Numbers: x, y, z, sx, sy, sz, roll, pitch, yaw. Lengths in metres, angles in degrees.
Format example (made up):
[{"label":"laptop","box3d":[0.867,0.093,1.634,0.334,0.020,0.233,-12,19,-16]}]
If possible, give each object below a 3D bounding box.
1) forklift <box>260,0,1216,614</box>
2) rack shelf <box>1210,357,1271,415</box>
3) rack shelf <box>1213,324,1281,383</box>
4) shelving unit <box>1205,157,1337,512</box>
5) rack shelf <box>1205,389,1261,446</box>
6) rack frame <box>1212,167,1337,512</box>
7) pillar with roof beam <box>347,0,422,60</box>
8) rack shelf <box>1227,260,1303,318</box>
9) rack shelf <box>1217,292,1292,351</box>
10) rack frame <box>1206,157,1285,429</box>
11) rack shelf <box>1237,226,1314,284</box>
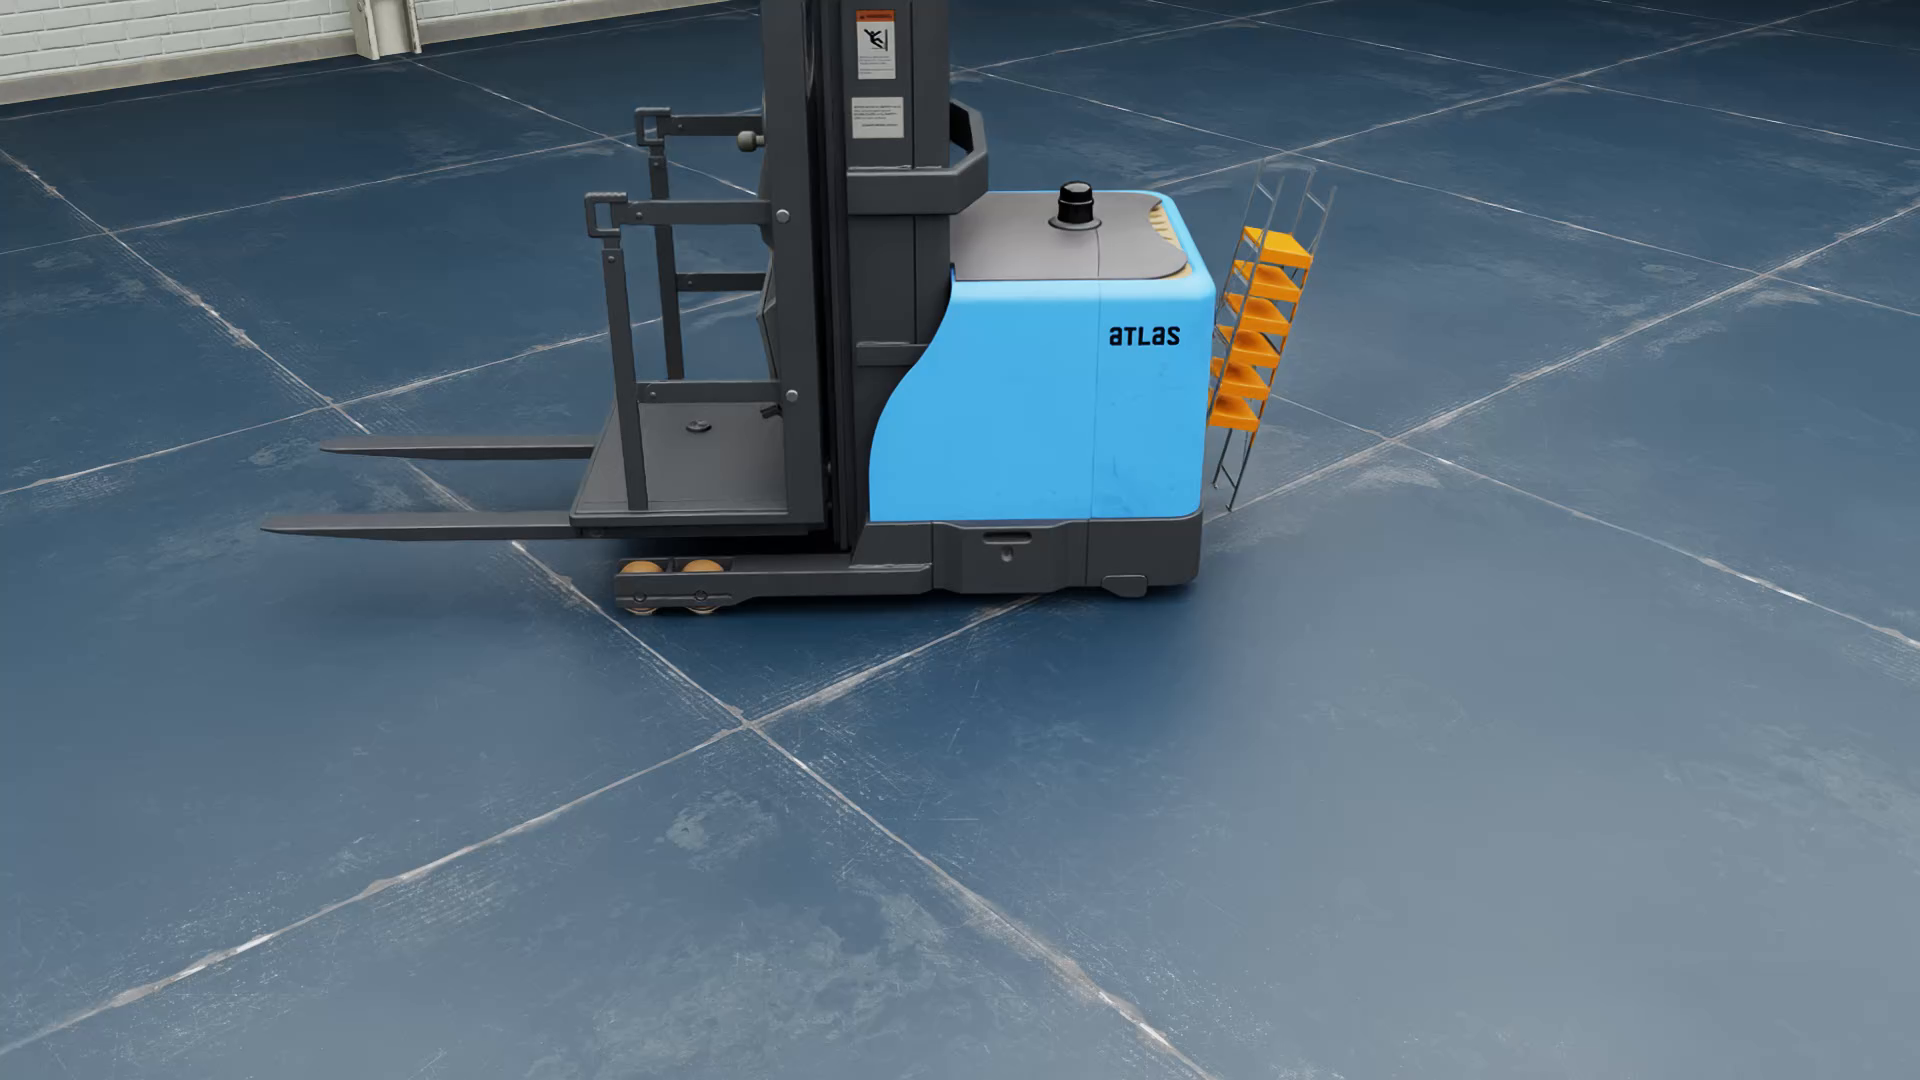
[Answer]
[{"label":"forklift","box3d":[-0.749,-1.311,5.093,3.031,2.935,1.130,-1,28,-1]},{"label":"rack shelf","box3d":[0.956,-0.548,5.829,0.180,0.103,0.258,8,26,-12]},{"label":"rack shelf","box3d":[0.981,-0.653,5.777,0.180,0.103,0.258,8,26,-12]},{"label":"shelving unit","box3d":[0.991,-0.692,5.757,0.189,1.200,0.258,8,26,-12]},{"label":"rack shelf","box3d":[0.930,-0.443,5.881,0.180,0.103,0.258,8,26,-12]},{"label":"rack frame","box3d":[1.079,-0.680,5.777,0.006,1.200,0.240,8,26,-12]},{"label":"pillar with roof beam","box3d":[-1.575,-6.154,7.719,0.400,9.000,9.100,-22,35,-35]},{"label":"rack shelf","box3d":[1.033,-0.863,5.672,0.180,0.103,0.258,8,26,-12]},{"label":"rack shelf","box3d":[1.007,-0.758,5.724,0.180,0.103,0.258,8,26,-12]},{"label":"rack frame","box3d":[0.902,-0.704,5.738,0.006,1.200,0.240,8,26,-12]},{"label":"rack shelf","box3d":[1.059,-0.968,5.620,0.180,0.103,0.258,8,26,-12]}]
